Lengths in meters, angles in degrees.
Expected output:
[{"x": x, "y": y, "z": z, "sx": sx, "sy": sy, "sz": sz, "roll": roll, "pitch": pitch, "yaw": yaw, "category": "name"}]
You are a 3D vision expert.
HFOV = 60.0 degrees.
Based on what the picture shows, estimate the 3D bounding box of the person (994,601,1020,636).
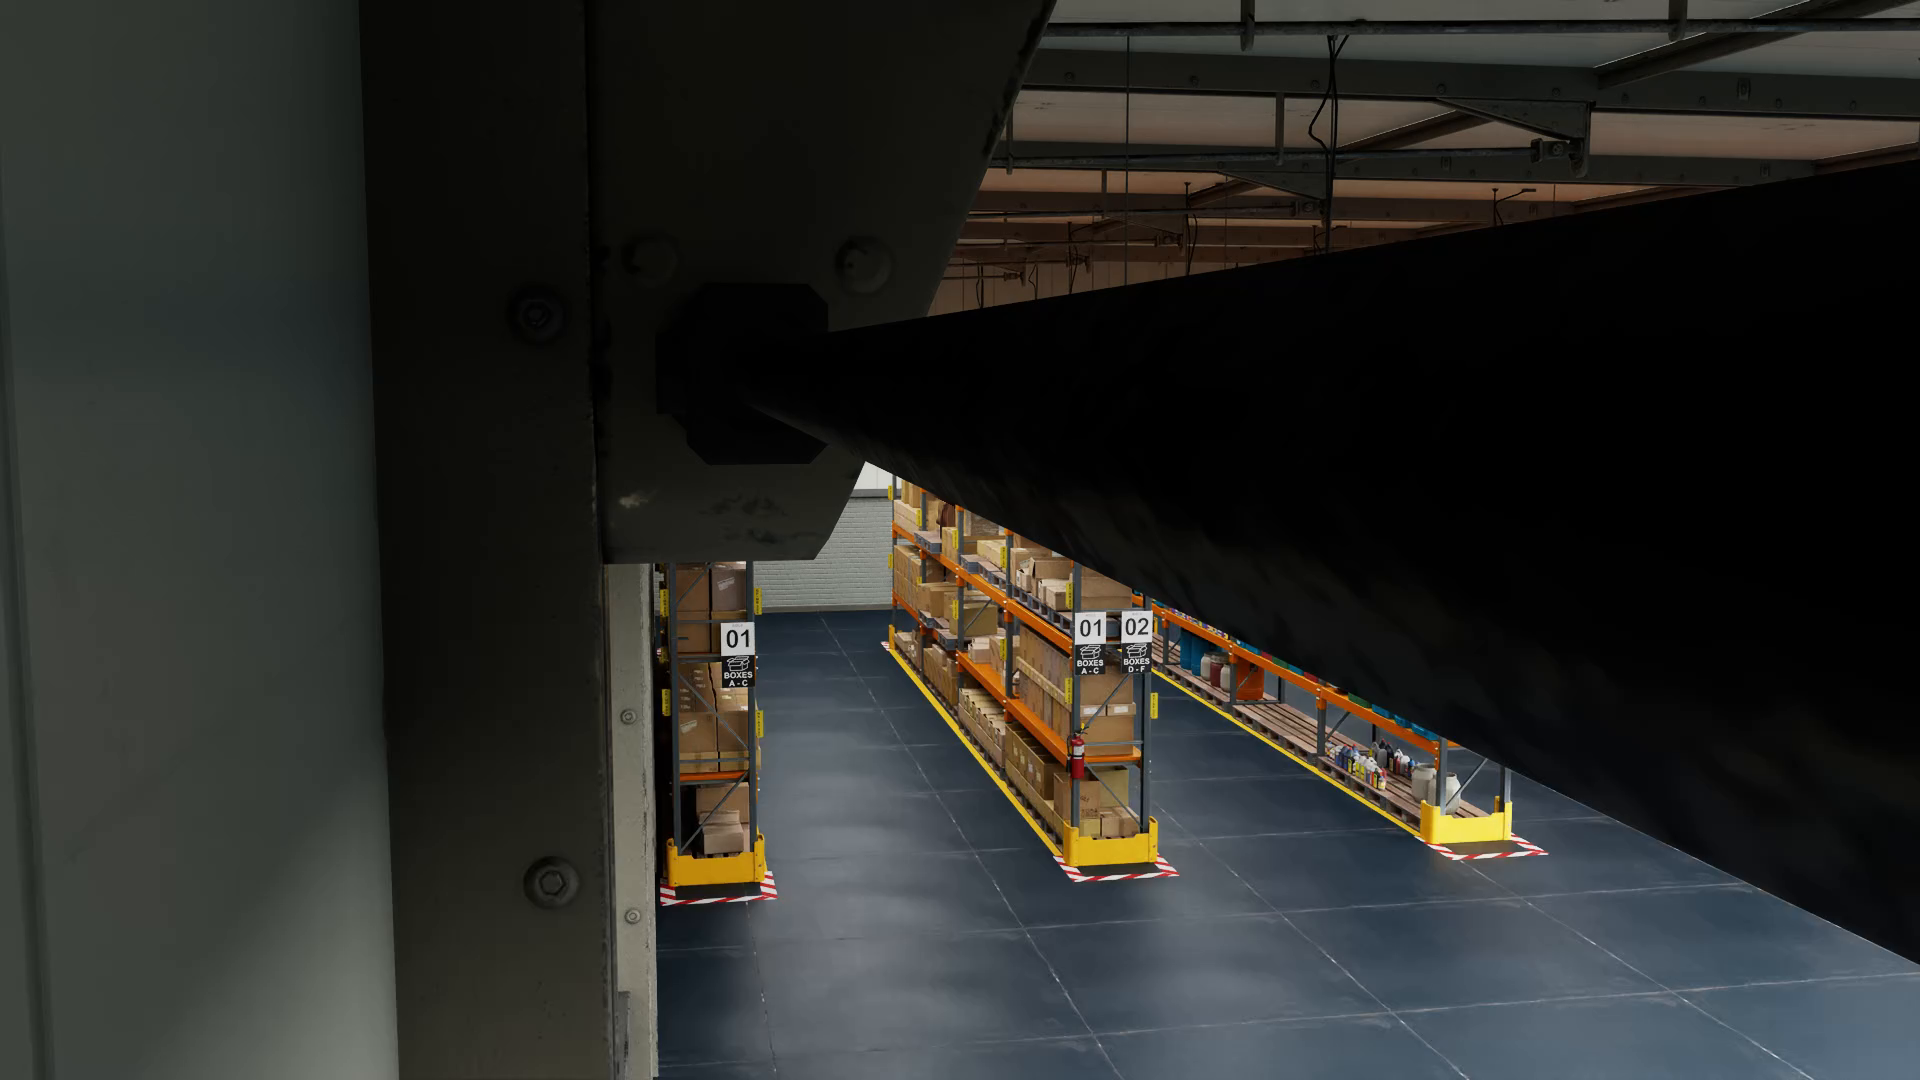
[{"x": 1.009, "y": 1.586, "z": 36.092, "sx": 0.633, "sy": 1.686, "sz": 0.661, "roll": -2, "pitch": 6, "yaw": -15, "category": "person"}]
